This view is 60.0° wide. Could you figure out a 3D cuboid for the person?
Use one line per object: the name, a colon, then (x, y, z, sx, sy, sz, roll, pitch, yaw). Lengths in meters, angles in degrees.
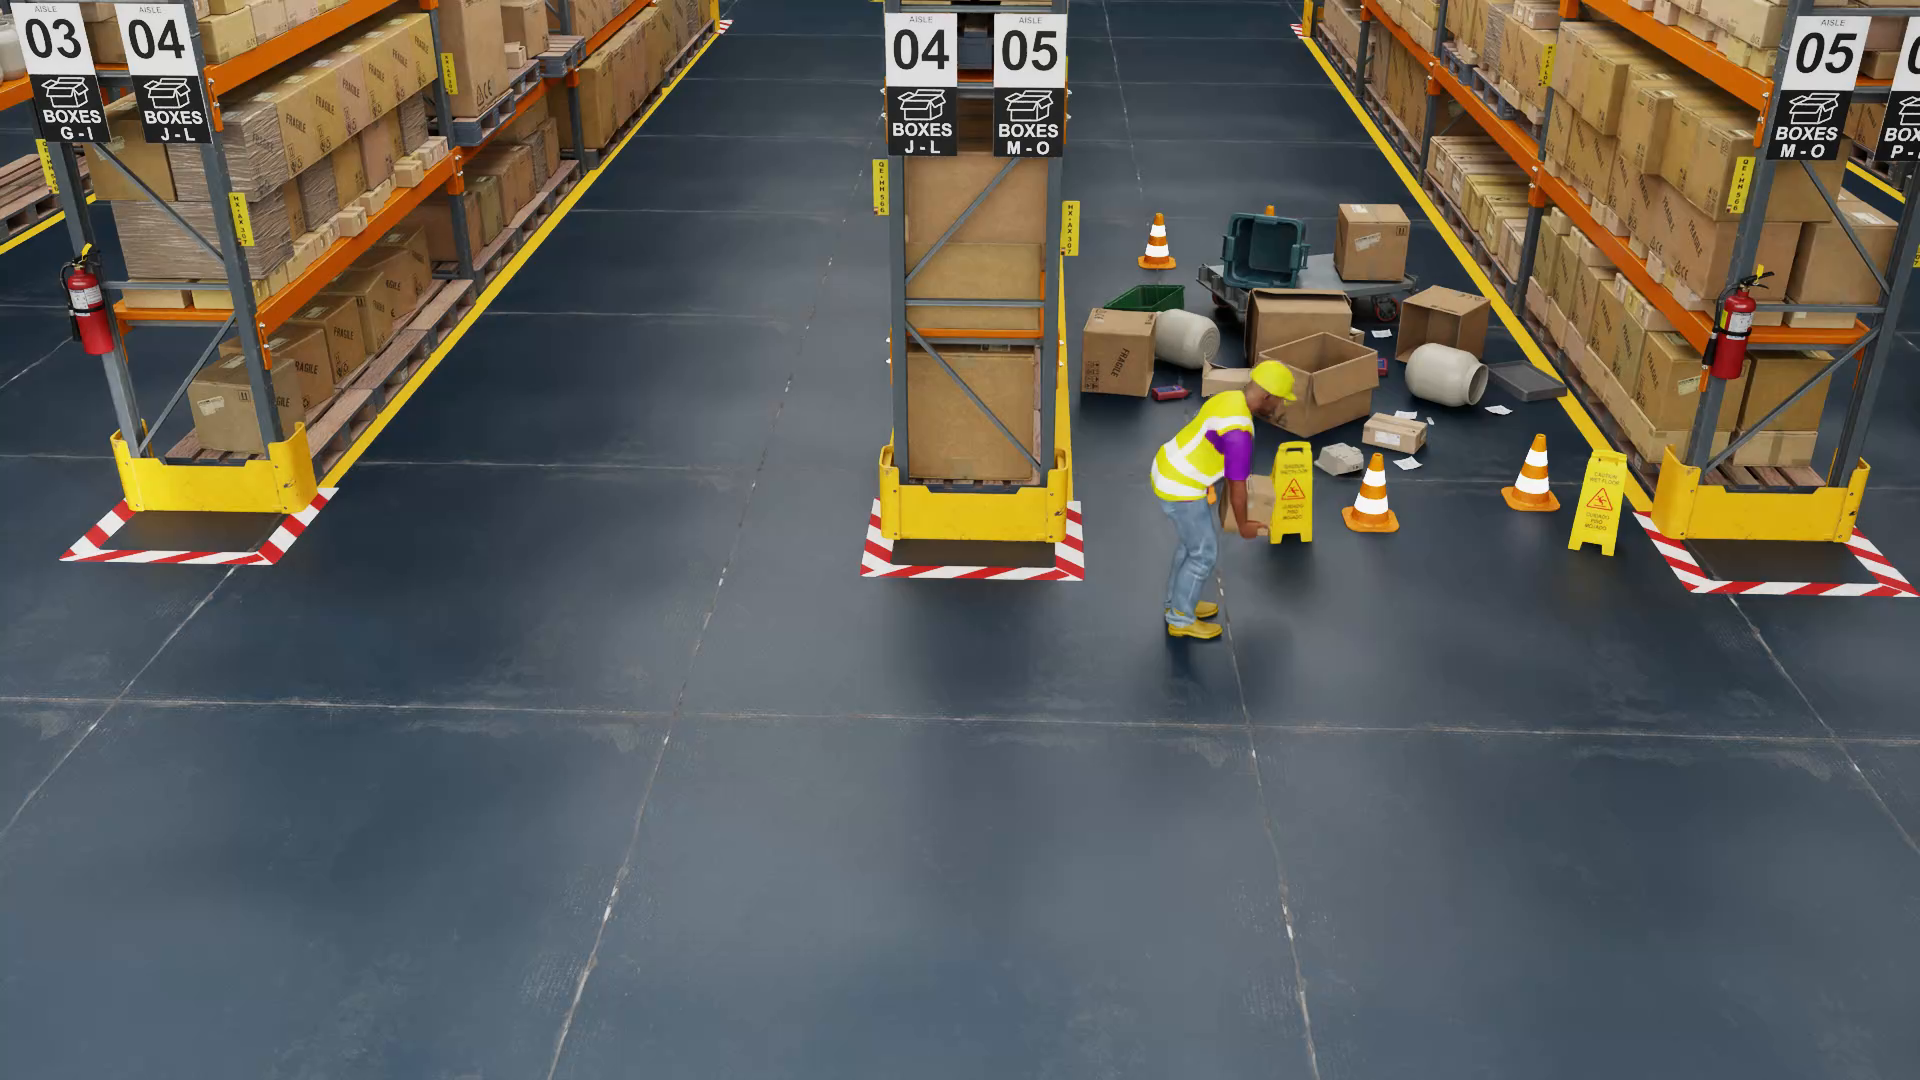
person: (1.431, -0.239, 9.215, 0.749, 1.608, 0.480, 0, 28, 1)
